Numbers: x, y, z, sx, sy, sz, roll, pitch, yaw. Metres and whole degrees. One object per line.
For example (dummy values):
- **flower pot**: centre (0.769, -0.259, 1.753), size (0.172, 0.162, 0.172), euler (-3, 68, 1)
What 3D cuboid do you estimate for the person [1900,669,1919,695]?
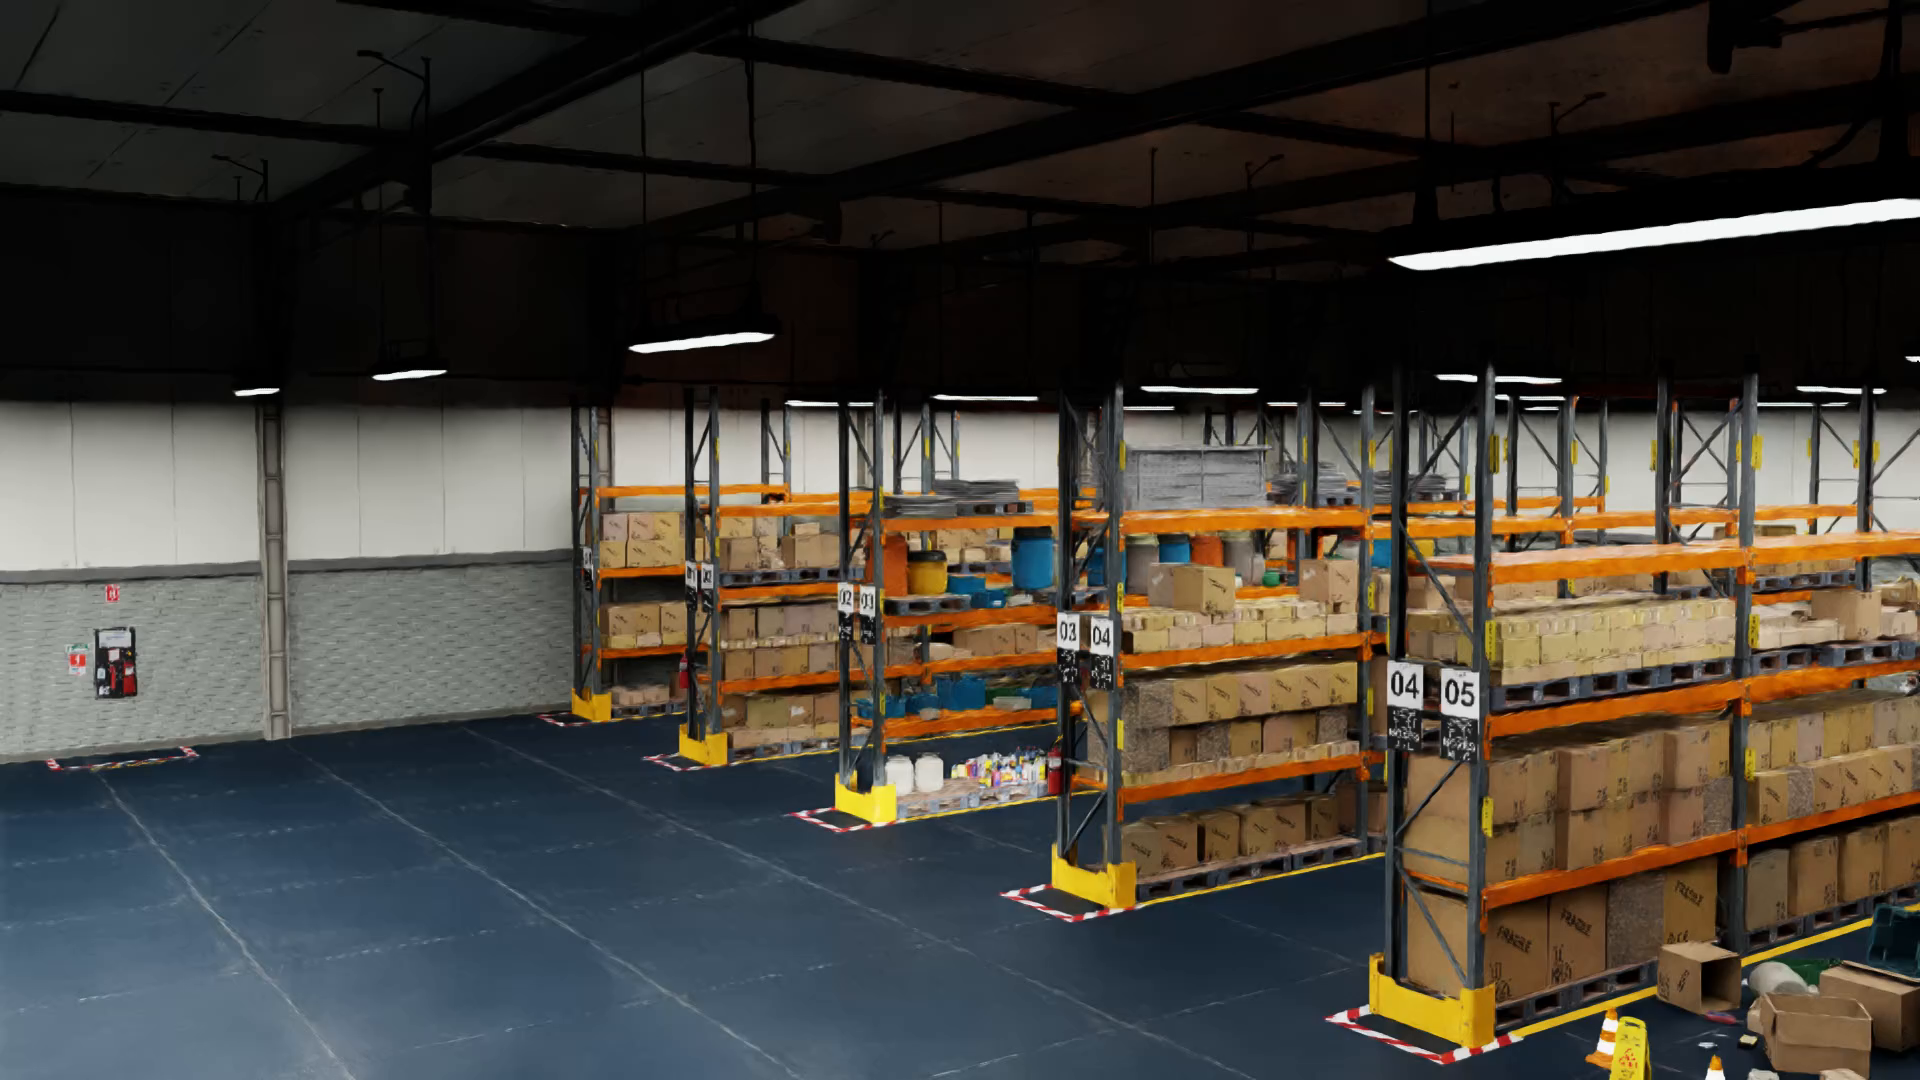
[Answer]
- **person**: centre (15.046, 2.771, 26.240), size (1.079, 1.590, 0.488), euler (-3, 4, -37)

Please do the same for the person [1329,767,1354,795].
- **person**: centre (5.488, 2.853, 23.617), size (0.476, 1.759, 0.566), euler (2, 4, 24)
